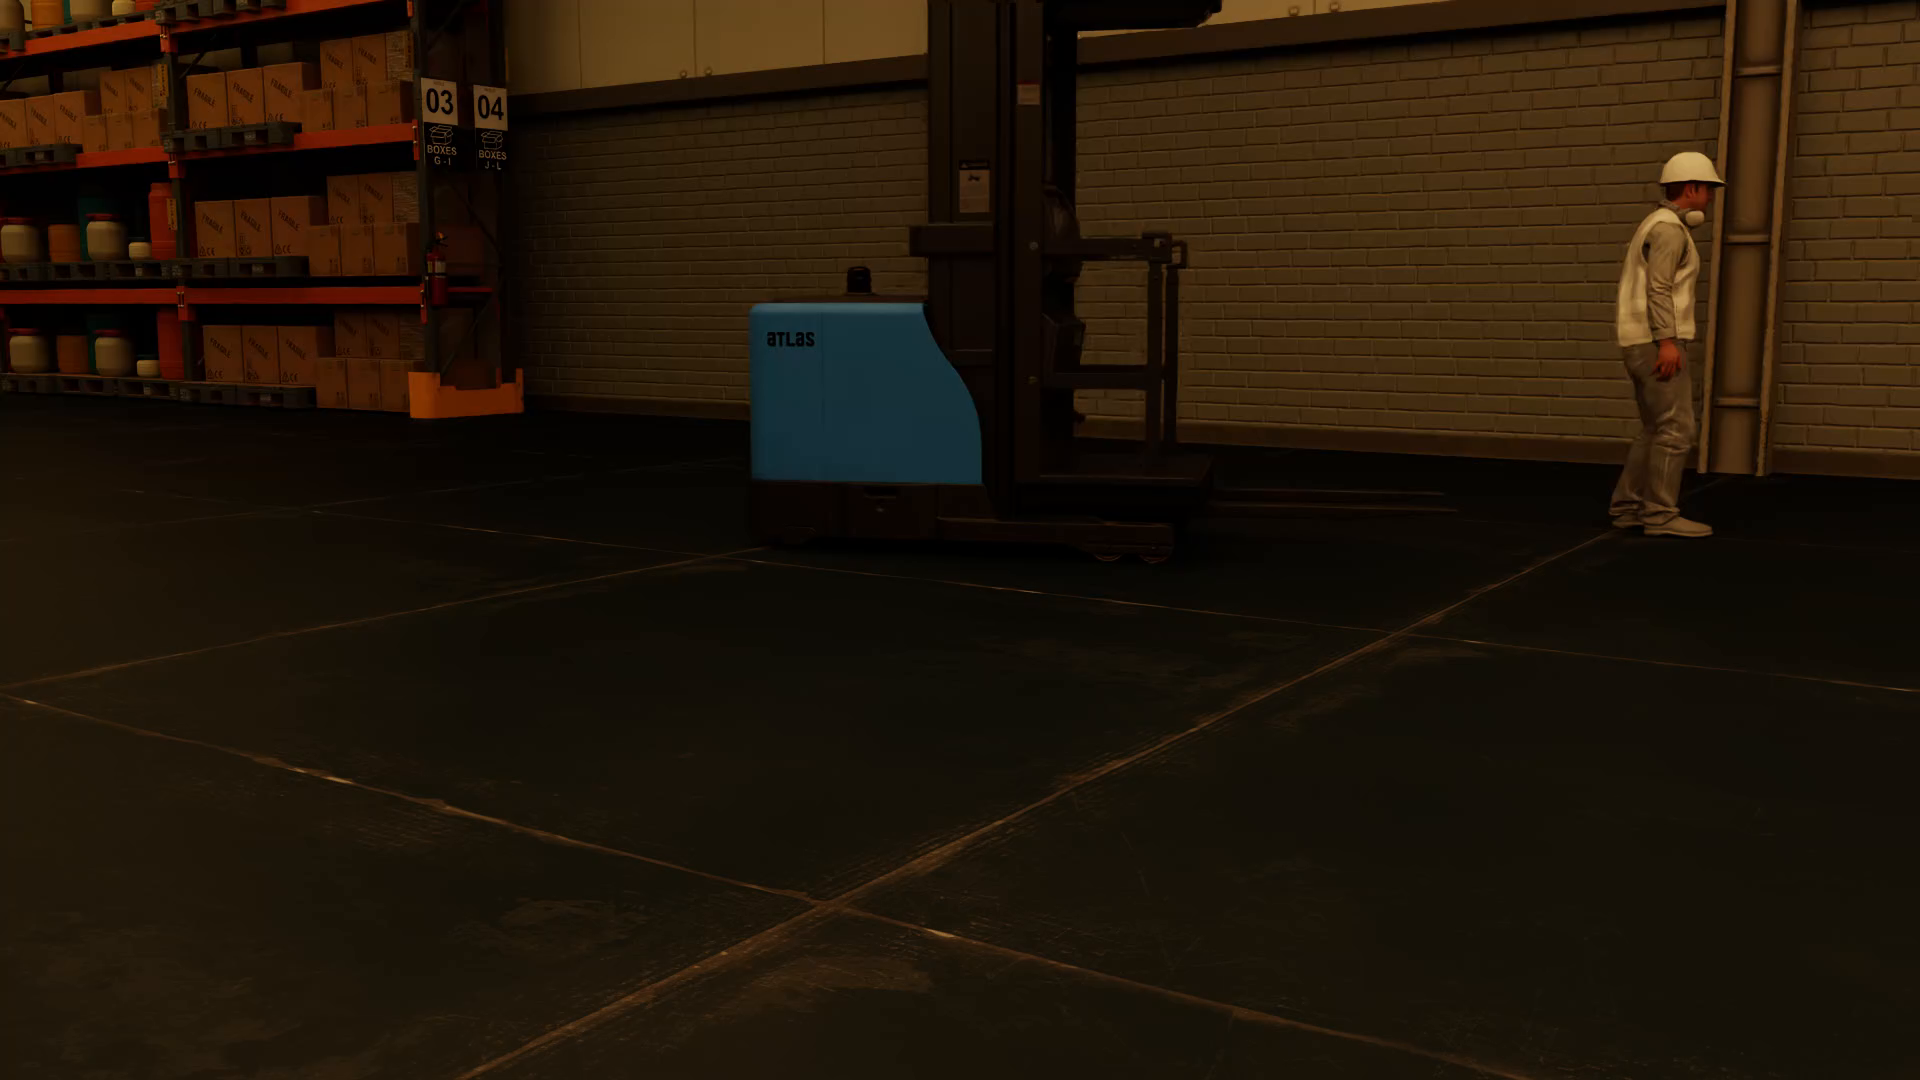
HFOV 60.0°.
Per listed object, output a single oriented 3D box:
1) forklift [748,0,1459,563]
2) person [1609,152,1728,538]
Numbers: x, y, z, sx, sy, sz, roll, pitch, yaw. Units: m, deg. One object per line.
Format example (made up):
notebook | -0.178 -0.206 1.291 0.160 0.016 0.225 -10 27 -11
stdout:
forklift | 0.635 -1.435 7.287 3.031 2.935 1.130 2 8 11
person | 3.313 -0.914 7.786 0.471 1.766 0.632 3 9 20
